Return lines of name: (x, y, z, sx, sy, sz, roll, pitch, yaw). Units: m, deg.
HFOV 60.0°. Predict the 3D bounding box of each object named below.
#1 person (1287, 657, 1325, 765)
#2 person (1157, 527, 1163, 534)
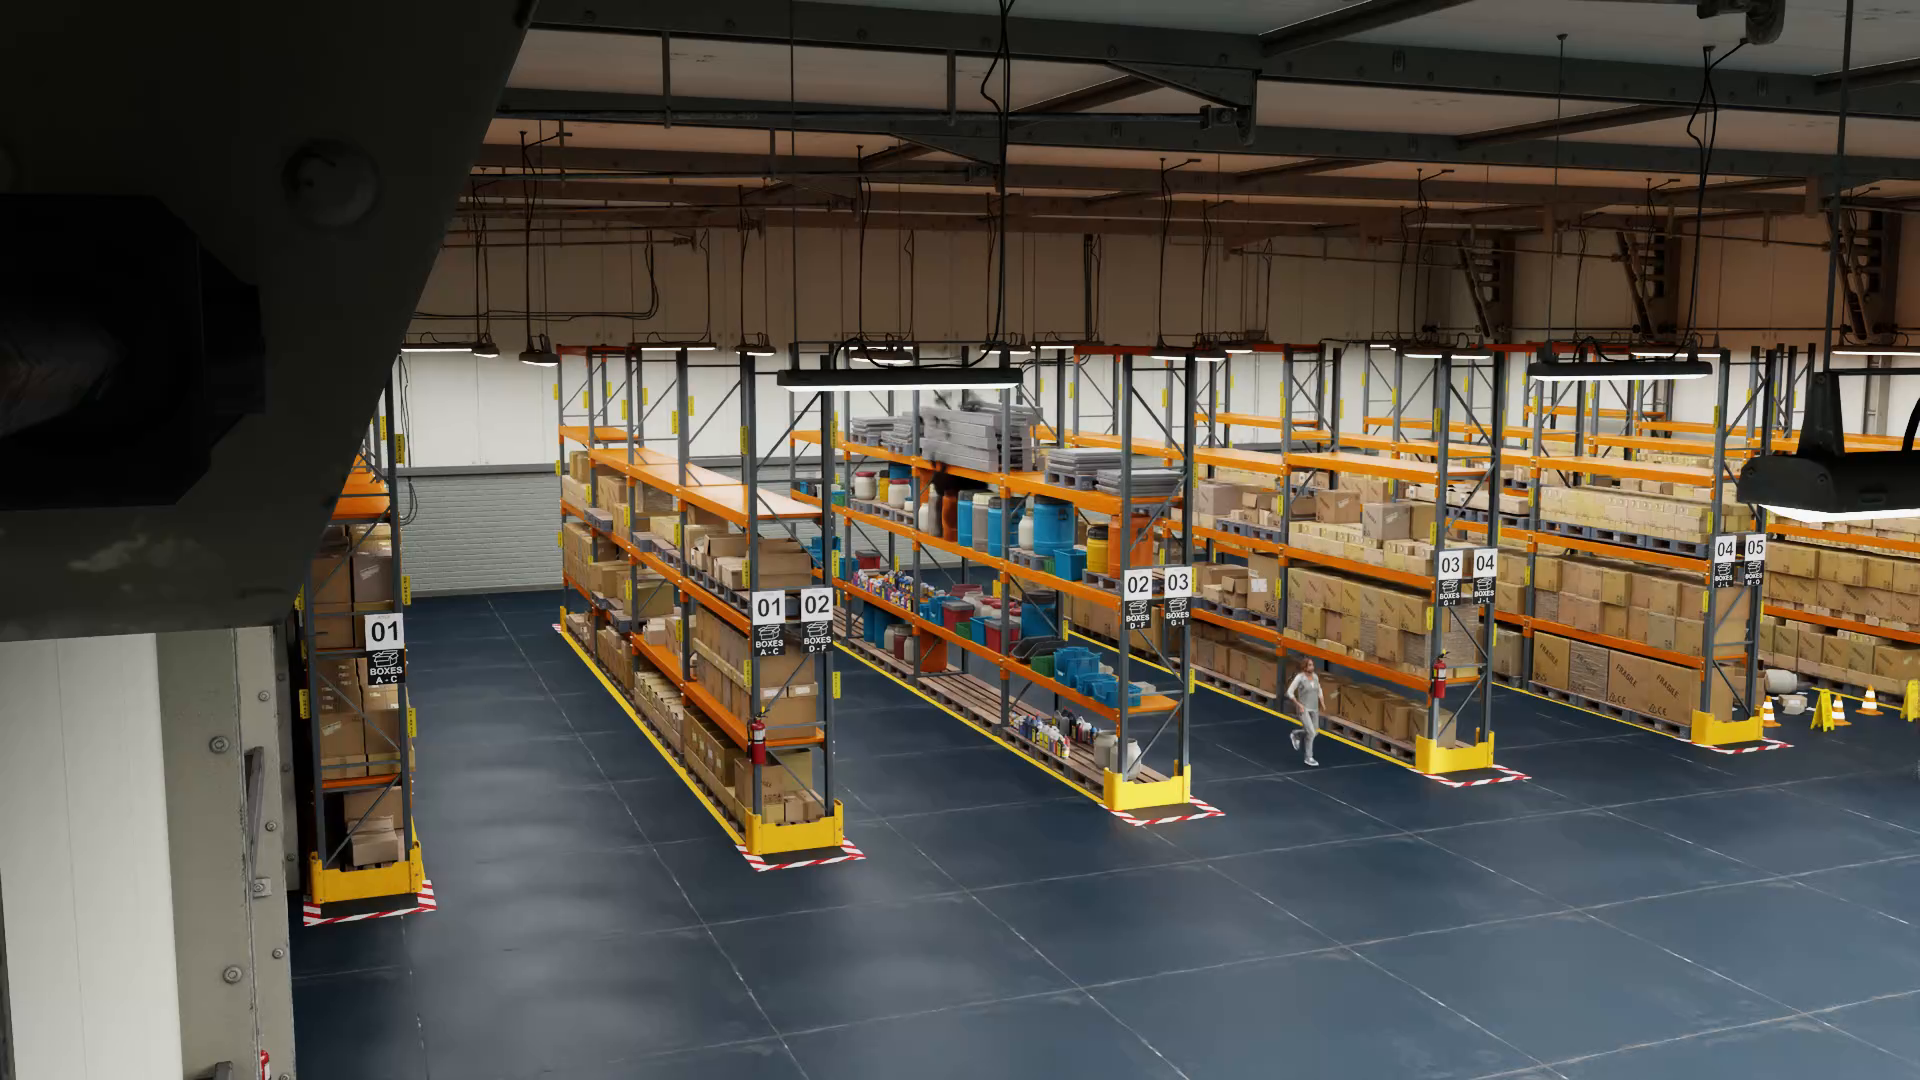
person: (5.028, 2.476, 24.310, 0.575, 1.557, 0.678, -4, 8, -27)
person: (4.953, 0.358, 40.743, 0.625, 1.664, 0.759, 7, 10, 42)
